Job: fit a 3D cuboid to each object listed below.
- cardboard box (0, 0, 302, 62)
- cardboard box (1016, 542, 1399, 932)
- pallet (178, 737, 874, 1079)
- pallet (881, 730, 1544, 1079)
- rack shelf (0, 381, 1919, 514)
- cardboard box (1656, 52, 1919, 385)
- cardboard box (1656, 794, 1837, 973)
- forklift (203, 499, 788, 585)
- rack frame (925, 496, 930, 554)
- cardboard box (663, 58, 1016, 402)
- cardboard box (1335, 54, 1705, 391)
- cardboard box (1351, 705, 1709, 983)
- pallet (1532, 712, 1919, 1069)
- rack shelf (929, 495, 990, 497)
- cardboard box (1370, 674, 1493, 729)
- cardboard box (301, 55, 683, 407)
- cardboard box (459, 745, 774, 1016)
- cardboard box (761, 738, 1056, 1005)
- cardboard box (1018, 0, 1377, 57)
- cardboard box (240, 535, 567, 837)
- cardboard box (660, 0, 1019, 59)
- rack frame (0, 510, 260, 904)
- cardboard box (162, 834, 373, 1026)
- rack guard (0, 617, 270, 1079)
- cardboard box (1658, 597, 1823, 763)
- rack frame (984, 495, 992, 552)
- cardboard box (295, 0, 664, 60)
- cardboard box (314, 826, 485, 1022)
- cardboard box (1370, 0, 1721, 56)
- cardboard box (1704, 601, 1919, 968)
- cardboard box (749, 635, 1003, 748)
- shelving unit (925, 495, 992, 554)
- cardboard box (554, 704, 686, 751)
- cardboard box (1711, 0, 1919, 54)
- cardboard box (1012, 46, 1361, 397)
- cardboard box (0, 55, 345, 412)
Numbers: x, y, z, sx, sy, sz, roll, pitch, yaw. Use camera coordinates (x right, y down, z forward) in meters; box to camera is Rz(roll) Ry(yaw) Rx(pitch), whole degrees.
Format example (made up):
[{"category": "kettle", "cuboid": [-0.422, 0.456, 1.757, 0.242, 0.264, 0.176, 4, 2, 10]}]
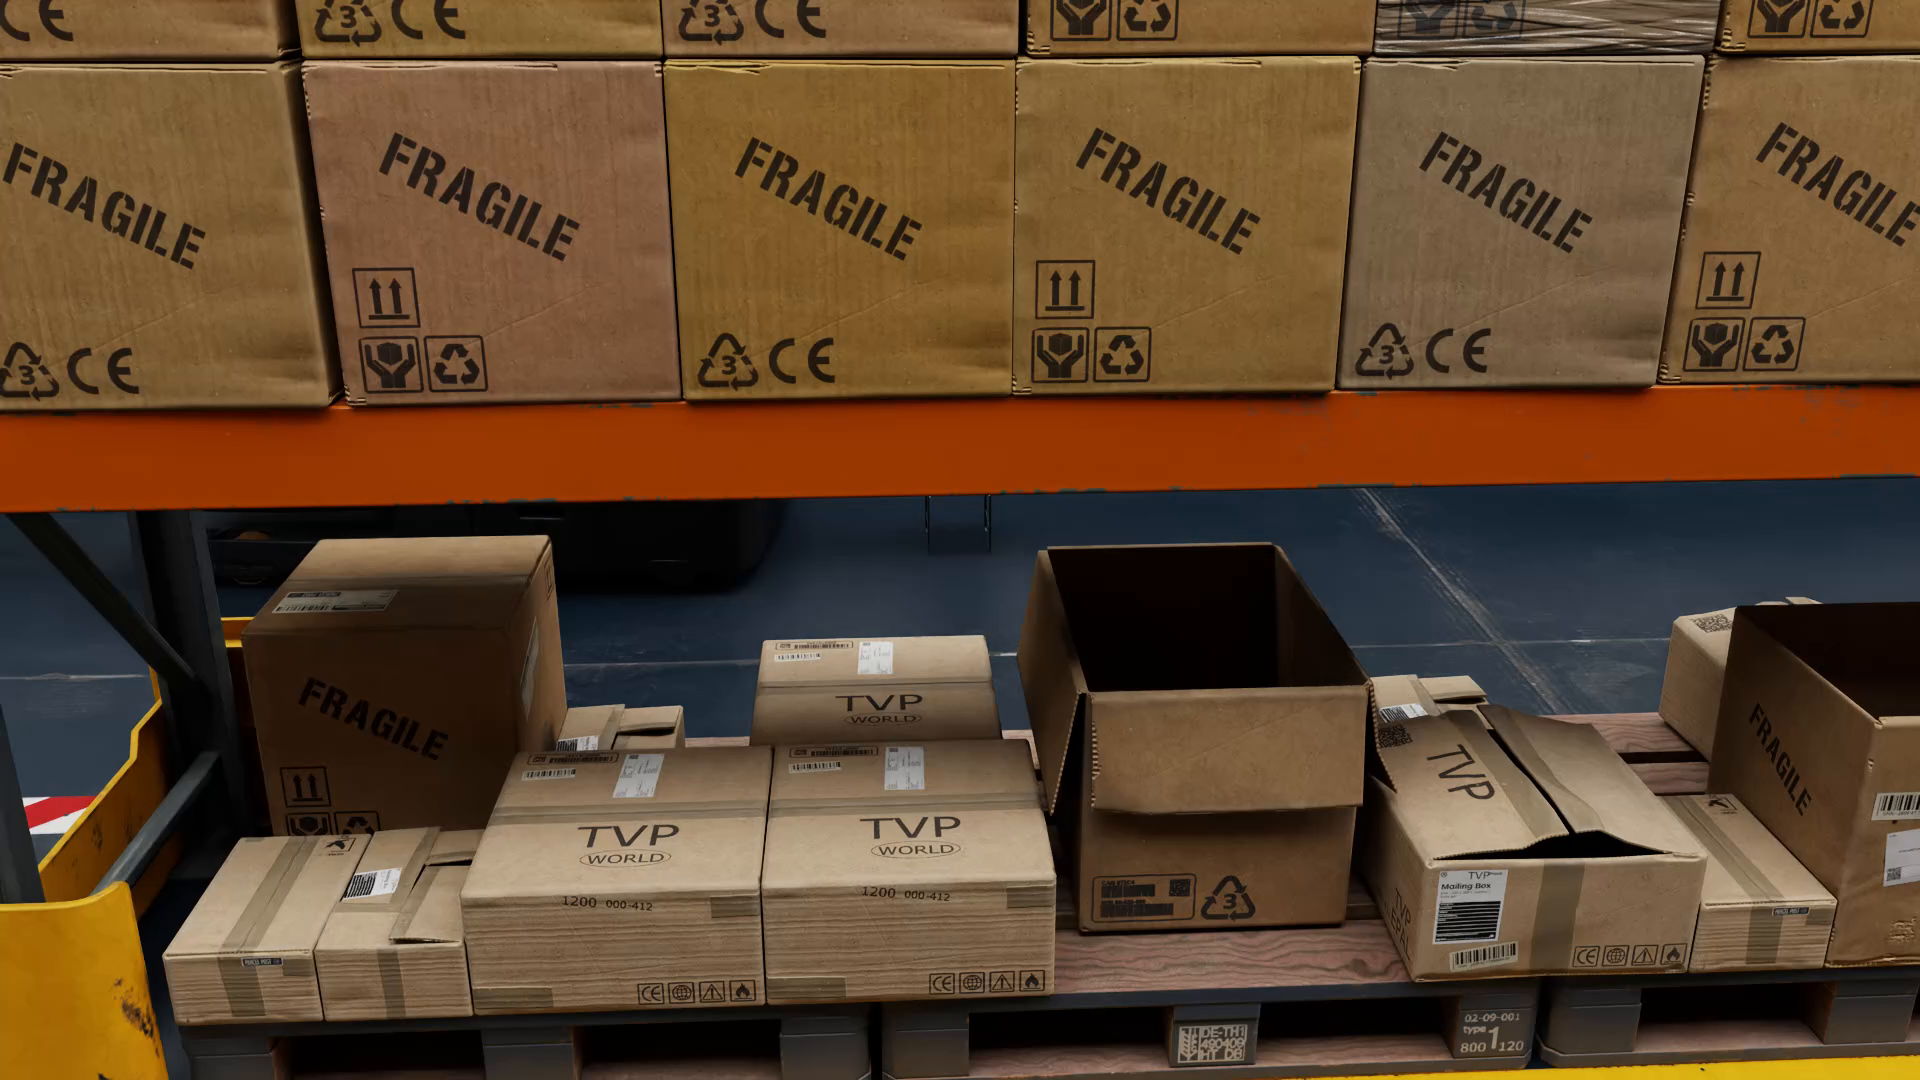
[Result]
[{"category": "cardboard box", "cuboid": [-1.199, -0.979, 2.432, 0.500, 0.500, 0.500, -1, 21, -1]}, {"category": "cardboard box", "cuboid": [0.461, 0.370, 3.324, 0.637, 0.503, 0.797, -1, 21, -3]}, {"category": "pallet", "cuboid": [-0.785, 0.735, 3.394, 1.213, 0.211, 1.003, -1, 21, -3]}, {"category": "pallet", "cuboid": [0.430, 0.711, 3.456, 1.213, 0.211, 1.003, -1, 21, -3]}, {"category": "rack shelf", "cuboid": [0.340, -0.254, 3.085, 4.000, 0.370, 1.077, -1, 21, -3]}, {"category": "cardboard box", "cuboid": [1.337, -0.566, 2.751, 0.500, 0.500, 0.500, -1, 21, -2]}, {"category": "cardboard box", "cuboid": [1.413, 0.637, 3.121, 0.250, 0.149, 0.380, -1, 21, -3]}, {"category": "forklift", "cuboid": [-2.122, -1.414, 5.215, 3.031, 2.935, 1.130, 1, 21, 3]}, {"category": "rack frame", "cuboid": [-0.110, -0.418, 5.455, 0.006, 0.900, 0.240, -1, 21, -3]}, {"category": "cardboard box", "cuboid": [-0.183, -0.534, 2.666, 0.500, 0.500, 0.500, -1, 21, -3]}, {"category": "cardboard box", "cuboid": [0.825, -0.555, 2.721, 0.500, 0.500, 0.500, -1, 21, -2]}, {"category": "cardboard box", "cuboid": [1.035, 0.547, 3.128, 0.500, 0.311, 0.500, -1, 21, -3]}, {"category": "pallet", "cuboid": [1.651, 0.686, 3.524, 1.213, 0.211, 1.003, -1, 21, -3]}, {"category": "rack shelf", "cuboid": [-0.008, -0.221, 5.536, 0.200, 0.077, 0.258, -1, 21, -3]}, {"category": "cardboard box", "cuboid": [1.042, 0.440, 3.613, 0.250, 0.166, 0.380, -1, 21, -3]}, {"category": "cardboard box", "cuboid": [-0.684, -0.524, 2.642, 0.500, 0.500, 0.500, -1, 21, -4]}, {"category": "cardboard box", "cuboid": [-0.599, 0.609, 3.052, 0.500, 0.250, 0.500, -1, 21, -3]}, {"category": "cardboard box", "cuboid": [-0.100, 0.599, 3.079, 0.500, 0.250, 0.500, -1, 21, -3]}, {"category": "cardboard box", "cuboid": [0.329, -1.012, 2.517, 0.500, 0.500, 0.500, -1, 21, -4]}, {"category": "cardboard box", "cuboid": [-1.128, 0.314, 3.475, 0.500, 0.500, 0.500, -1, 21, -3]}, {"category": "cardboard box", "cuboid": [-0.178, -1.001, 2.489, 0.500, 0.500, 0.500, -1, 21, -2]}, {"category": "rack frame", "cuboid": [-1.657, -0.550, 2.850, 0.127, 3.000, 1.000, -1, 21, -3]}, {"category": "cardboard box", "cuboid": [-1.219, 0.690, 2.981, 0.250, 0.149, 0.380, -1, 21, -3]}, {"category": "rack guard", "cuboid": [-1.581, 0.617, 3.299, 0.348, 0.500, 1.175, -1, 21, -3]}, {"category": "cardboard box", "cuboid": [1.905, 0.351, 3.643, 0.500, 0.311, 0.500, -1, 21, -3]}, {"category": "rack frame", "cuboid": [0.093, -0.422, 5.466, 0.006, 0.900, 0.240, -1, 21, -3]}, {"category": "cardboard box", "cuboid": [-0.678, -0.993, 2.467, 0.500, 0.500, 0.500, -1, 21, -2]}, {"category": "cardboard box", "cuboid": [-0.970, 0.677, 2.991, 0.250, 0.166, 0.380, -1, 21, -3]}, {"category": "cardboard box", "cuboid": [0.832, -1.022, 2.543, 0.500, 0.500, 0.500, -1, 21, -3]}, {"category": "cardboard box", "cuboid": [1.784, 0.444, 3.135, 0.500, 0.500, 0.500, -1, 21, -3]}, {"category": "cardboard box", "cuboid": [-0.178, 0.422, 3.542, 0.500, 0.250, 0.500, -1, 21, -3]}, {"category": "shelving unit", "cuboid": [-0.008, -0.420, 5.460, 0.210, 0.900, 0.258, -1, 21, -3]}, {"category": "cardboard box", "cuboid": [-0.719, 0.494, 3.472, 0.250, 0.166, 0.380, -1, 21, -3]}, {"category": "cardboard box", "cuboid": [1.335, -1.032, 2.569, 0.500, 0.500, 0.500, -2, 21, -4]}, {"category": "cardboard box", "cuboid": [0.316, -0.543, 2.692, 0.500, 0.500, 0.500, -1, 21, -2]}, {"category": "cardboard box", "cuboid": [-1.199, -0.512, 2.610, 0.500, 0.500, 0.500, -1, 21, -2]}]
